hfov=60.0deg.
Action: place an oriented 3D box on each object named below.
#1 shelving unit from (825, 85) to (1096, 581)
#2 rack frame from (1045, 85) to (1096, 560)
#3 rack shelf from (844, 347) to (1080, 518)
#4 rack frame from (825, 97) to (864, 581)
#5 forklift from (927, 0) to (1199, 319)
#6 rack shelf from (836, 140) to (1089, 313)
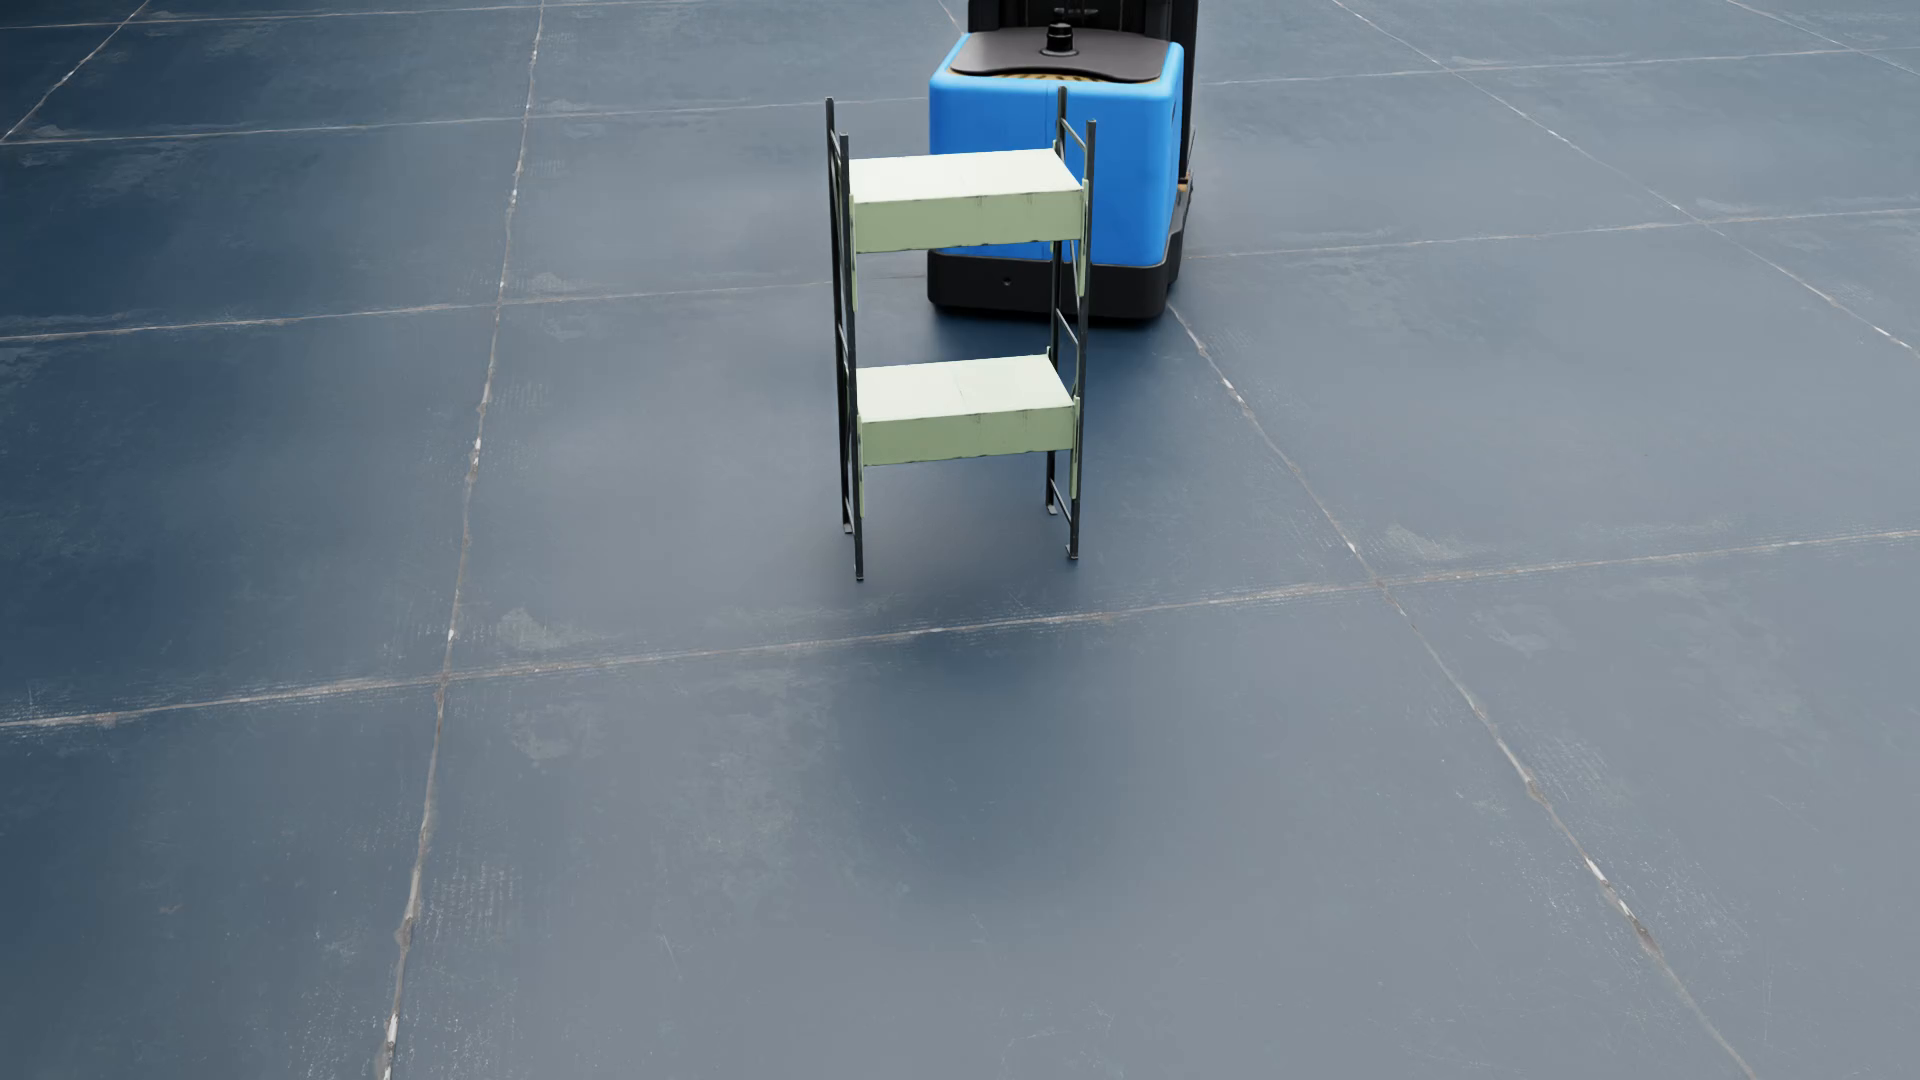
[{"bbox_3d":[-0.007,-0.646,5.369,0.755,1.500,0.431,-5,31,-9],"label":"shelving unit"},{"bbox_3d":[0.353,-0.679,5.426,0.023,1.500,0.400,-5,31,-9],"label":"rack frame"},{"bbox_3d":[-0.007,-0.365,5.534,0.720,0.370,0.431,-5,31,-9],"label":"rack shelf"},{"bbox_3d":[-0.367,-0.612,5.312,0.023,1.500,0.400,-5,31,-9],"label":"rack frame"},{"bbox_3d":[0.623,-2.956,7.886,1.130,2.935,3.031,5,31,9],"label":"forklift"},{"bbox_3d":[-0.007,-0.982,5.171,0.720,0.370,0.431,-5,31,-9],"label":"rack shelf"}]
